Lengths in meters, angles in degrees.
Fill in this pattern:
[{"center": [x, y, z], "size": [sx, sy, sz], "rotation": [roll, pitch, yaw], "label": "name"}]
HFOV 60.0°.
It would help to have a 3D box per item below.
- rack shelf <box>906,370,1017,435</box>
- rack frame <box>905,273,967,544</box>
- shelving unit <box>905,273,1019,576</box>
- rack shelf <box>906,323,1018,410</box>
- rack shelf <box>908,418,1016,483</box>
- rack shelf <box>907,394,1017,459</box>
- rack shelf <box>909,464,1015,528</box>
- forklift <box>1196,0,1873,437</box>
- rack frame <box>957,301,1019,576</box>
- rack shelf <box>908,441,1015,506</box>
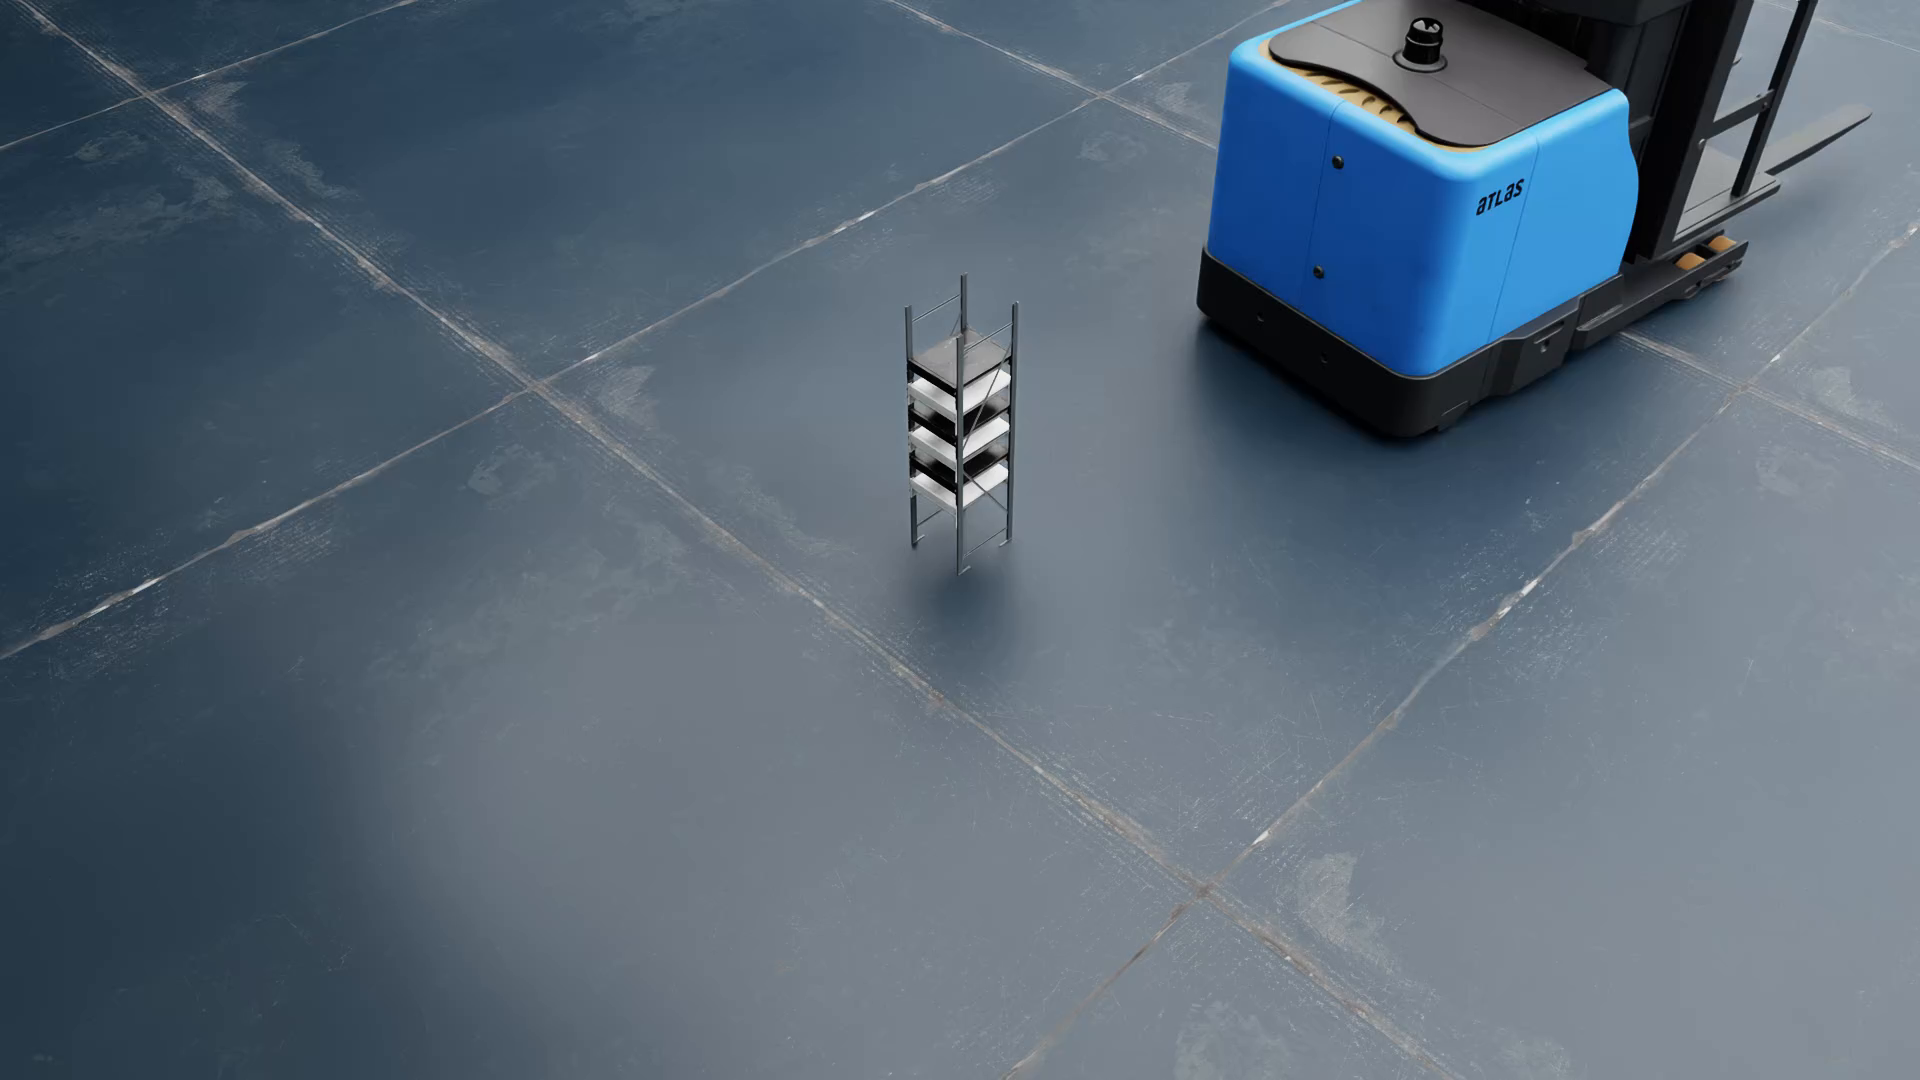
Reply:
[{"center": [0.006, -0.434, 4.841], "size": [0.258, 0.077, 0.200], "rotation": [-34, 53, -31], "label": "rack shelf"}, {"center": [-0.066, -0.375, 4.993], "size": [0.240, 0.900, 0.006], "rotation": [-34, 53, -31], "label": "rack frame"}, {"center": [0.006, -0.327, 4.940], "size": [0.258, 0.900, 0.210], "rotation": [-34, 53, -31], "label": "shelving unit"}, {"center": [0.006, -0.500, 4.780], "size": [0.258, 0.077, 0.200], "rotation": [-34, 53, -31], "label": "rack shelf"}, {"center": [0.006, -0.302, 4.963], "size": [0.258, 0.077, 0.200], "rotation": [-34, 53, -31], "label": "rack shelf"}, {"center": [0.006, -0.368, 4.902], "size": [0.258, 0.077, 0.200], "rotation": [-34, 53, -31], "label": "rack shelf"}, {"center": [0.006, -0.170, 5.085], "size": [0.258, 0.077, 0.200], "rotation": [-34, 53, -31], "label": "rack shelf"}, {"center": [2.346, -2.240, 5.514], "size": [3.031, 2.935, 1.130], "rotation": [-27, 49, -26], "label": "forklift"}, {"center": [0.078, -0.278, 4.888], "size": [0.240, 0.900, 0.006], "rotation": [-34, 53, -31], "label": "rack frame"}, {"center": [0.006, -0.236, 5.024], "size": [0.258, 0.077, 0.200], "rotation": [-34, 53, -31], "label": "rack shelf"}]
